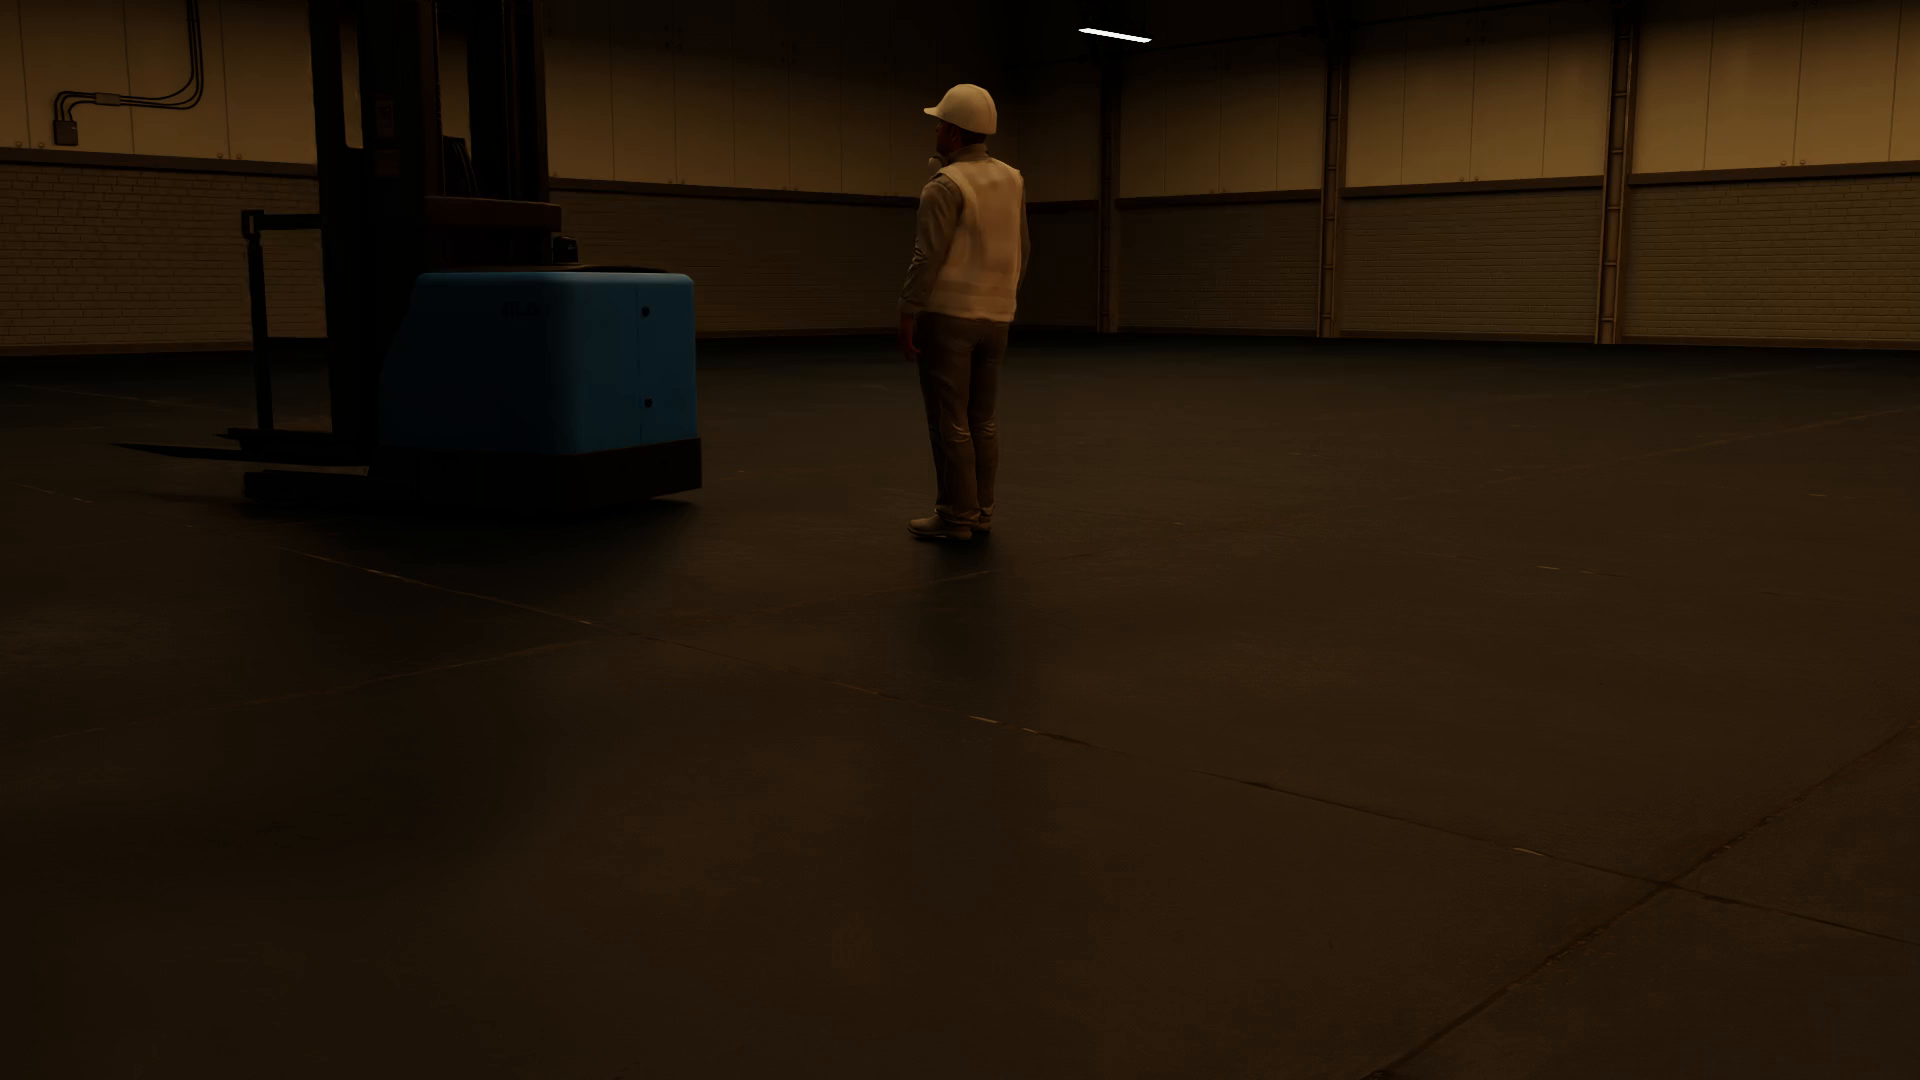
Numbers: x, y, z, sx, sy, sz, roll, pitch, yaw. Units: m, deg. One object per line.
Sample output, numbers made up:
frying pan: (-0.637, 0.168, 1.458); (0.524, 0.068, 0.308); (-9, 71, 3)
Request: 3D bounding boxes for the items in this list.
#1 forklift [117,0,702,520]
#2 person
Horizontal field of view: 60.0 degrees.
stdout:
forklift: (-2.781, -1.662, 7.912); (3.031, 2.935, 1.130); (4, 9, 25)
person: (-0.039, -0.892, 6.632); (0.568, 1.773, 0.632); (8, 12, 43)
